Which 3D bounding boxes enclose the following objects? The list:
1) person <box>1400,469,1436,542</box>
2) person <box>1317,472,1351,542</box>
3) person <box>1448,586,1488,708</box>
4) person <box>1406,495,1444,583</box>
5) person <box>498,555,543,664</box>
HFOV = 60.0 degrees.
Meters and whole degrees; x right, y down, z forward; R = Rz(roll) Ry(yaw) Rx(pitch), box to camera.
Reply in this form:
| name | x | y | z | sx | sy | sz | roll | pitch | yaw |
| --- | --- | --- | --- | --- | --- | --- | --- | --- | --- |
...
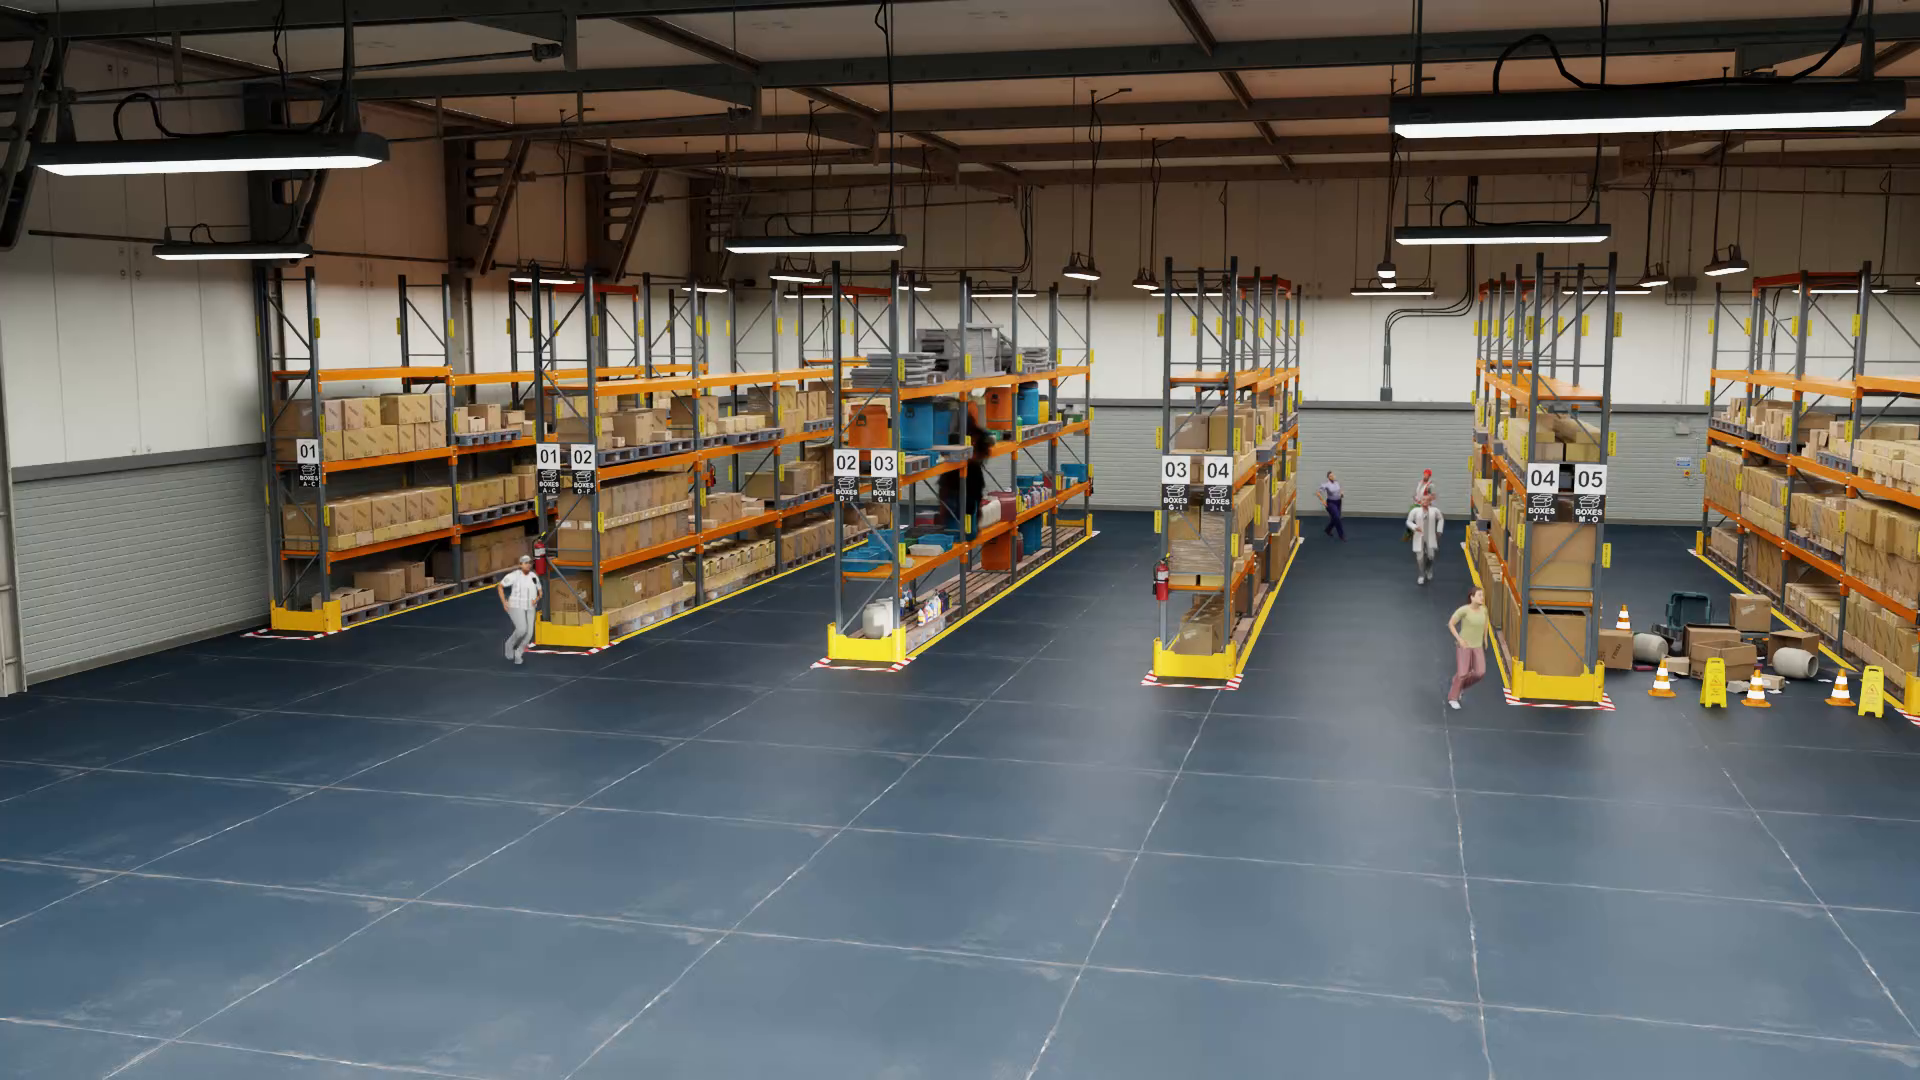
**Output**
| name | x | y | z | sx | sy | sz | roll | pitch | yaw |
| --- | --- | --- | --- | --- | --- | --- | --- | --- | --- |
| person | 10.858 | -0.802 | 39.084 | 0.701 | 1.772 | 0.836 | -6 | 9 | -40 |
| person | 8.845 | -0.800 | 39.368 | 0.666 | 1.620 | 0.888 | -5 | 9 | -34 |
| person | 6.795 | 1.425 | 22.077 | 0.631 | 1.605 | 0.527 | -2 | 7 | -13 |
| person | 9.150 | -0.012 | 32.736 | 0.733 | 1.755 | 0.646 | 2 | 7 | 12 |
| person | -6.555 | 1.049 | 25.020 | 0.618 | 1.630 | 0.506 | -7 | 10 | -44 |
